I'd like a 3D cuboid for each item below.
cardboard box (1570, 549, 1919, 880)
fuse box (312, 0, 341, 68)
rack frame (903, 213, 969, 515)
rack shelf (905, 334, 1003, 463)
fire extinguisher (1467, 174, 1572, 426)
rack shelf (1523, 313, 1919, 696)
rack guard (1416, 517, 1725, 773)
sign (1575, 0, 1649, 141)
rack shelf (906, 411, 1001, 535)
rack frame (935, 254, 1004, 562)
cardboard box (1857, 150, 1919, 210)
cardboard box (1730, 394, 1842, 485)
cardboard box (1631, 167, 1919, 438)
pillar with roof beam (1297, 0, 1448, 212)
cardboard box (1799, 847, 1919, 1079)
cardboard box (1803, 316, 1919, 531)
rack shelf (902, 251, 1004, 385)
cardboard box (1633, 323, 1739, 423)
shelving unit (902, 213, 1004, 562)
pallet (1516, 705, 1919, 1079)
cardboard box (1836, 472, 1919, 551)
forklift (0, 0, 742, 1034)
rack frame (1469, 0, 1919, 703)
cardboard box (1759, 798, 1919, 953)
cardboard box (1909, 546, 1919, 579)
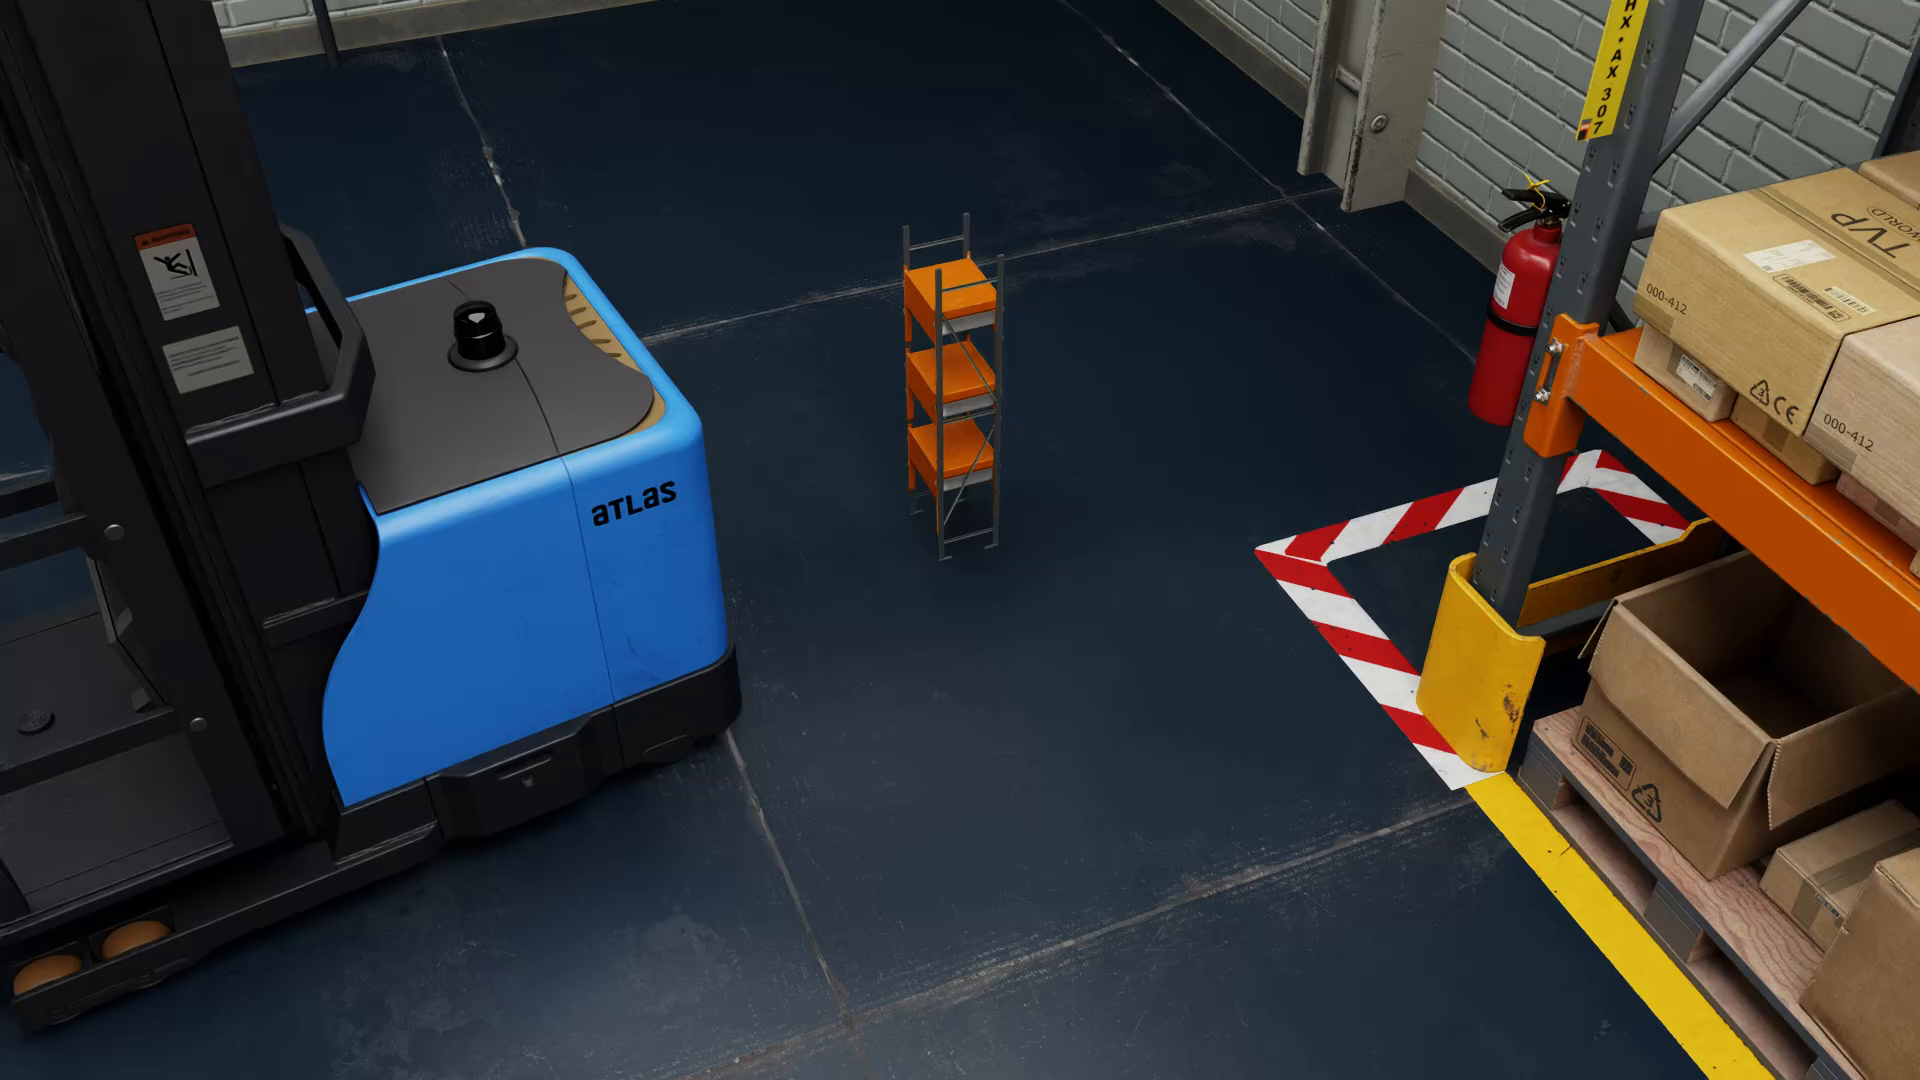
[{"bbox_3d":[1.995,0.393,4.085,0.797,0.503,0.637,-17,43,-19],"label":"cardboard box"},{"bbox_3d":[-2.918,-2.884,7.291,0.539,1.711,0.414,-15,43,-17],"label":"fuse box"},{"bbox_3d":[-0.067,-0.504,5.031,0.200,1.050,0.008,-15,43,-17],"label":"rack frame"},{"bbox_3d":[-0.020,-0.422,4.952,0.215,0.259,0.240,-15,43,-17],"label":"rack shelf"},{"bbox_3d":[1.366,-0.589,3.979,0.296,0.674,0.183,-15,43,-17],"label":"fire extinguisher"},{"bbox_3d":[2.614,0.692,2.697,1.077,0.370,4.000,-15,43,-17],"label":"rack shelf"},{"bbox_3d":[1.878,0.208,4.625,1.175,0.500,0.348,-15,43,-17],"label":"rack guard"},{"bbox_3d":[1.348,-0.979,3.424,0.100,0.325,0.005,-15,43,-17],"label":"sign"},{"bbox_3d":[-0.020,-0.212,5.133,0.215,0.259,0.240,-15,43,-17],"label":"rack shelf"},{"bbox_3d":[0.026,-0.357,4.860,0.200,1.050,0.008,-15,43,-17],"label":"rack frame"},{"bbox_3d":[2.270,-0.631,3.570,0.500,0.250,0.500,-14,43,-16],"label":"cardboard box"},{"bbox_3d":[1.861,-0.283,3.471,0.380,0.149,0.250,-14,43,-16],"label":"cardboard box"},{"bbox_3d":[1.774,-0.501,3.419,0.500,0.250,0.500,-15,43,-17],"label":"cardboard box"},{"bbox_3d":[-2.327,-3.836,2.809,9.100,9.000,0.400,-15,43,-17],"label":"pillar with roof beam"},{"bbox_3d":[2.287,0.919,3.476,0.700,0.500,0.500,-13,42,-15],"label":"cardboard box"},{"bbox_3d":[1.967,-0.198,3.066,0.500,0.250,0.500,-15,43,-16],"label":"cardboard box"},{"bbox_3d":[-0.021,-0.637,4.767,0.215,0.259,0.240,-15,43,-17],"label":"rack shelf"},{"bbox_3d":[1.721,-0.424,3.636,0.380,0.149,0.250,-15,43,-17],"label":"cardboard box"},{"bbox_3d":[-0.020,-0.430,4.945,0.215,1.050,0.252,-15,43,-17],"label":"shelving unit"},{"bbox_3d":[2.184,0.797,4.161,1.003,0.211,1.213,-15,43,-17],"label":"pallet"},{"bbox_3d":[1.994,-0.133,3.297,0.380,0.149,0.250,-16,43,-17],"label":"cardboard box"},{"bbox_3d":[-2.137,-0.367,3.429,3.031,2.935,1.130,-21,45,-23],"label":"forklift"},{"bbox_3d":[1.849,-0.786,3.863,1.000,3.000,0.127,-15,43,-17],"label":"rack frame"},{"bbox_3d":[2.122,0.793,3.891,0.380,0.149,0.250,-17,43,-19],"label":"cardboard box"},{"bbox_3d":[2.034,0.035,3.102,0.380,0.149,0.250,-14,43,-16],"label":"cardboard box"}]
